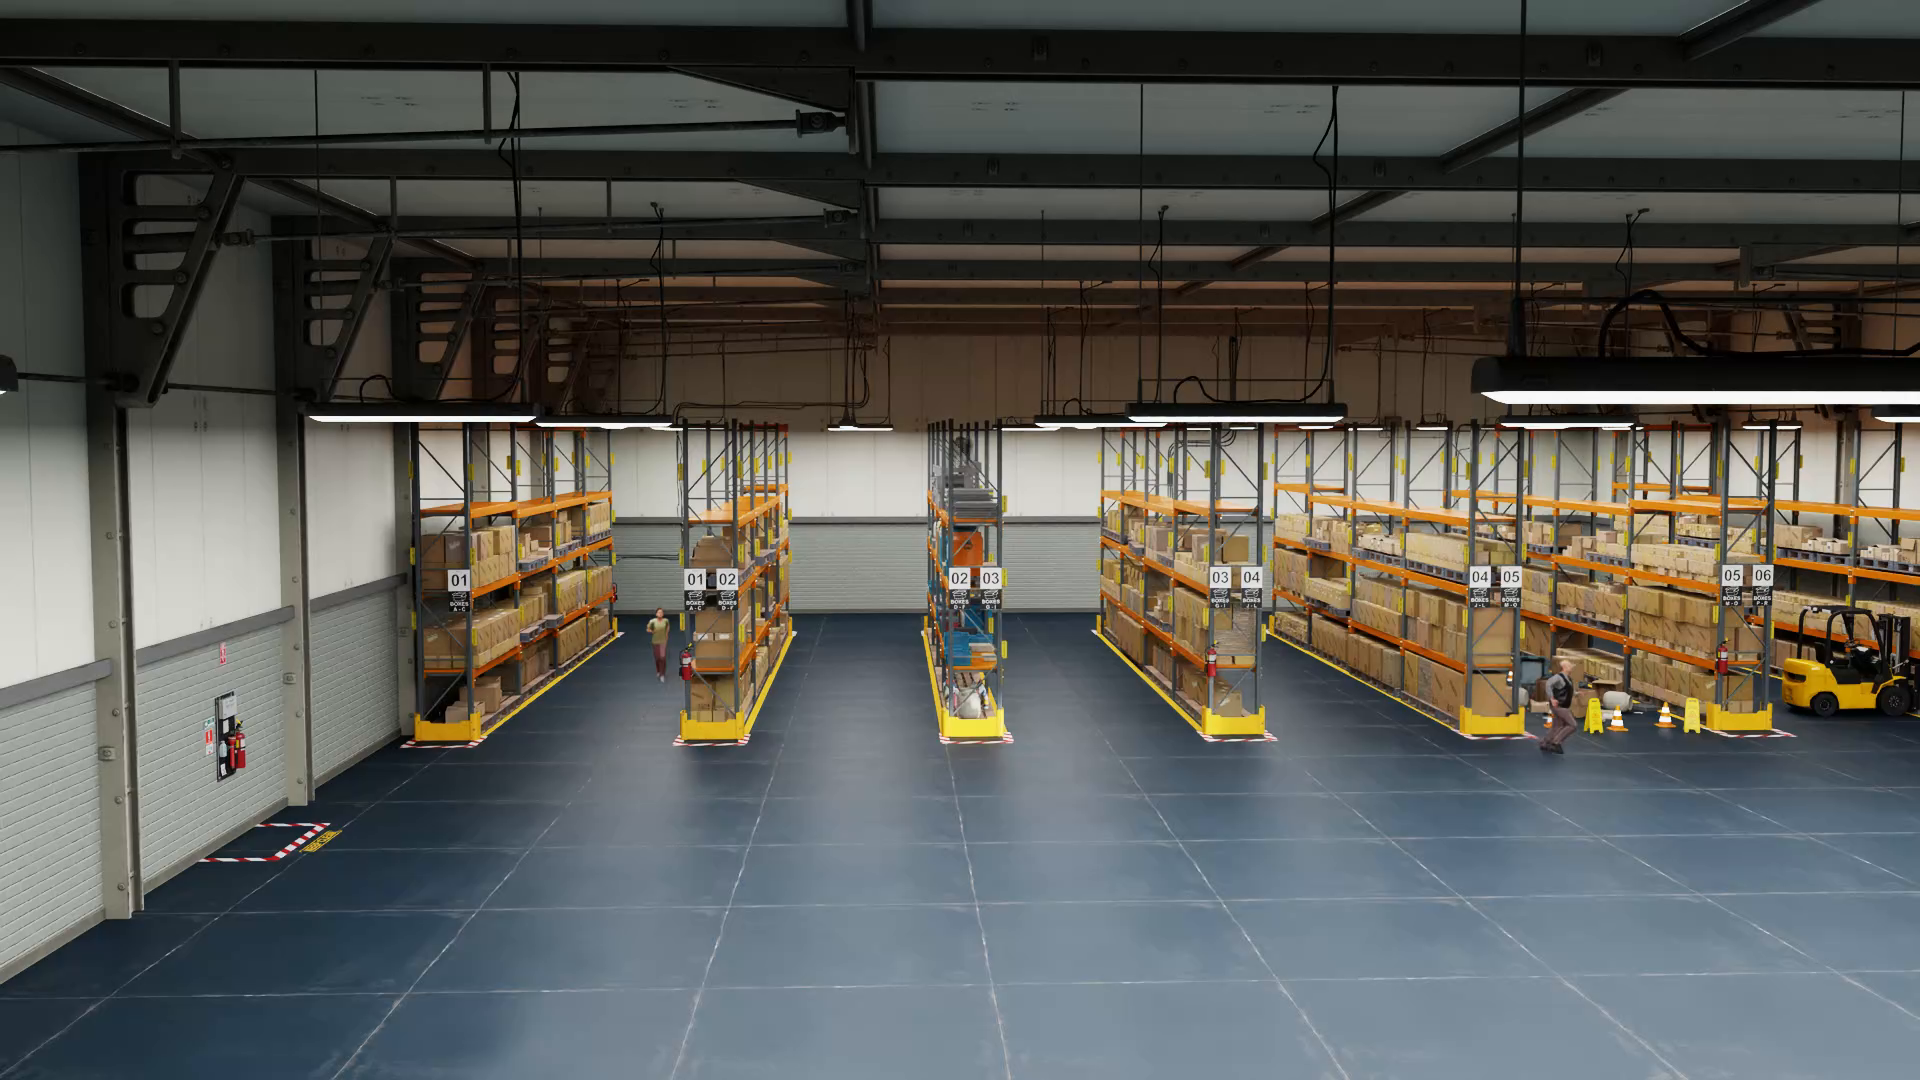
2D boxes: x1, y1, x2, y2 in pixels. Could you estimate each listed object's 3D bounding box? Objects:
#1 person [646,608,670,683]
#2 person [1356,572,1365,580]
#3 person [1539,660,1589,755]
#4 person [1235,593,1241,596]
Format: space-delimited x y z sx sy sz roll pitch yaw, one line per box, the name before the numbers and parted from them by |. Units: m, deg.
person | -7.005 2.415 38.591 0.554 1.704 0.874 -1 4 -13
person | 11.872 1.747 49.289 0.584 1.615 0.556 0 4 4
person | 10.696 3.019 29.528 0.820 1.613 0.702 3 4 34
person | 7.802 1.958 45.340 0.696 1.750 0.488 0 4 5
